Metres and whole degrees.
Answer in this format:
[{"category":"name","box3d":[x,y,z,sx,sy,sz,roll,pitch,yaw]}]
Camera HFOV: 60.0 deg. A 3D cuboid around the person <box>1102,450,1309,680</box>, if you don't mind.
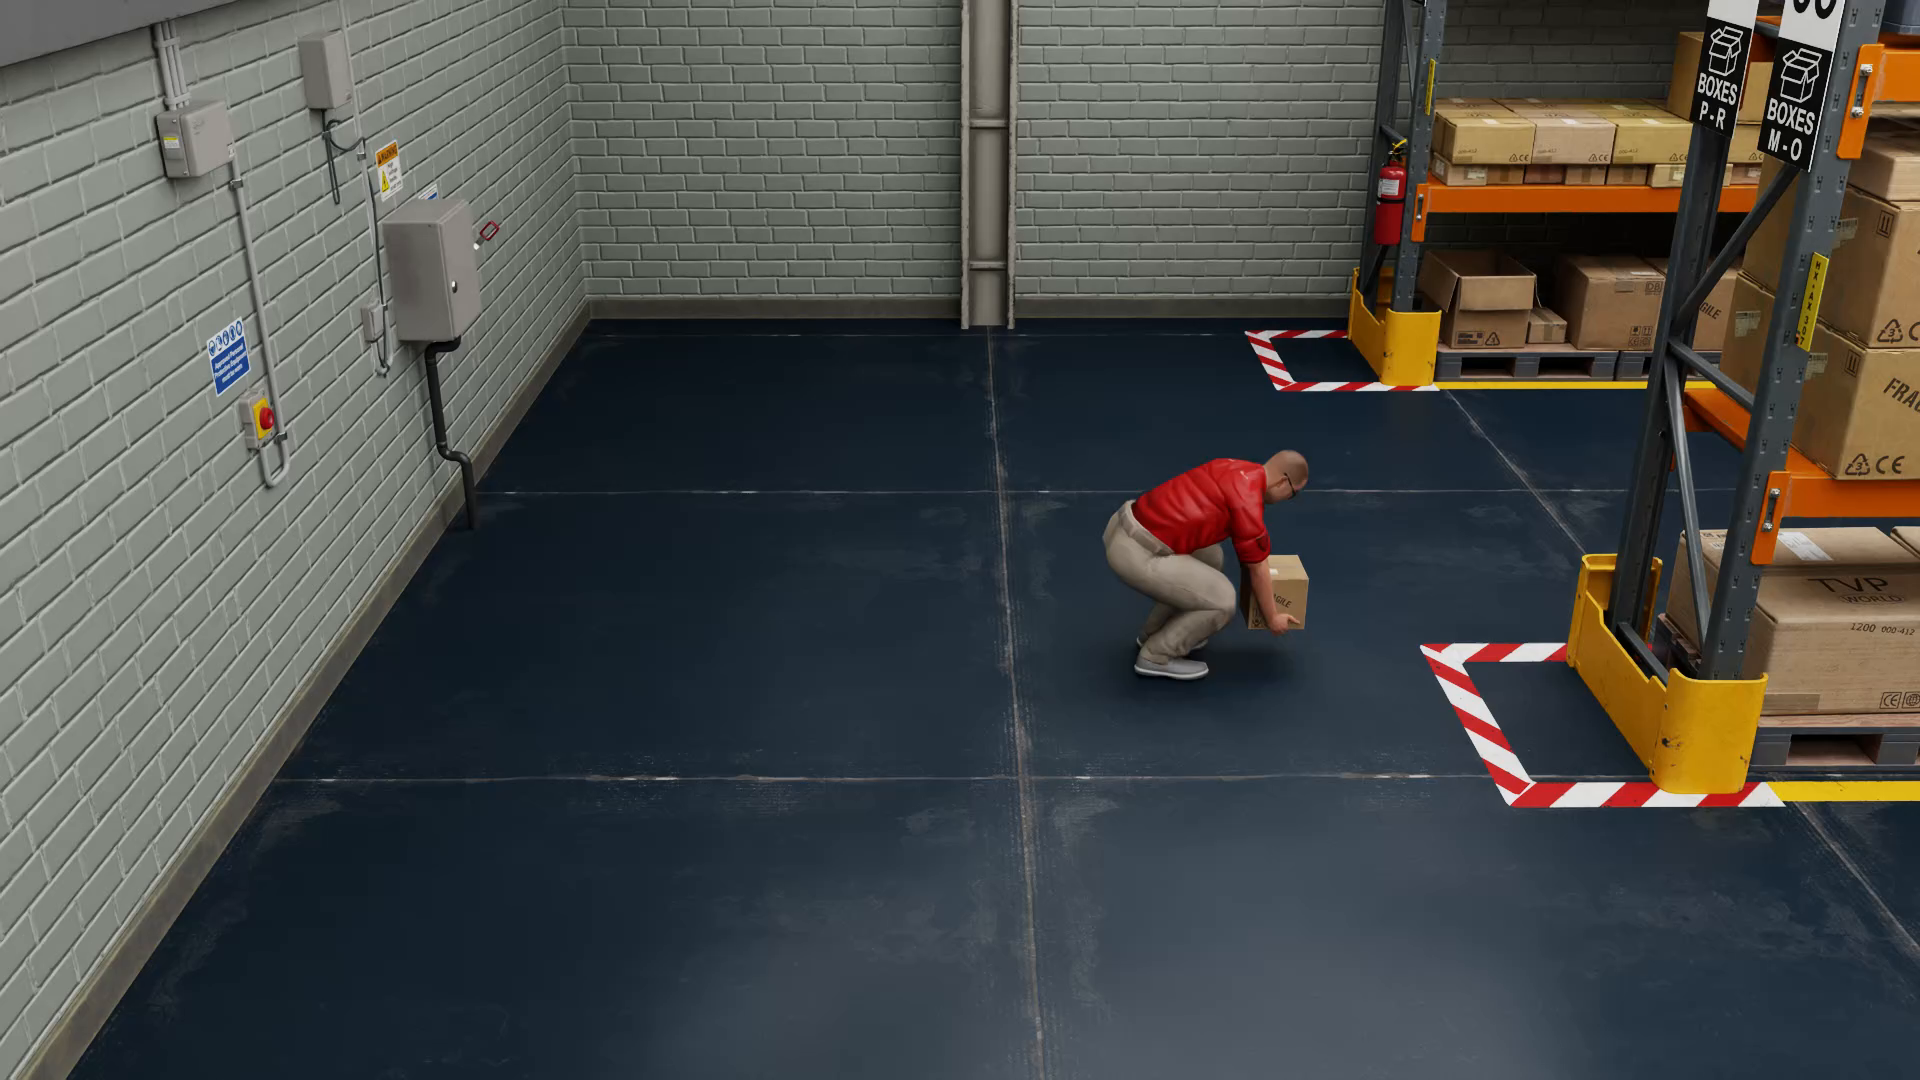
[{"category":"person","box3d":[1.074,0.090,7.344,0.892,0.986,0.533,-1,24,-2]}]
